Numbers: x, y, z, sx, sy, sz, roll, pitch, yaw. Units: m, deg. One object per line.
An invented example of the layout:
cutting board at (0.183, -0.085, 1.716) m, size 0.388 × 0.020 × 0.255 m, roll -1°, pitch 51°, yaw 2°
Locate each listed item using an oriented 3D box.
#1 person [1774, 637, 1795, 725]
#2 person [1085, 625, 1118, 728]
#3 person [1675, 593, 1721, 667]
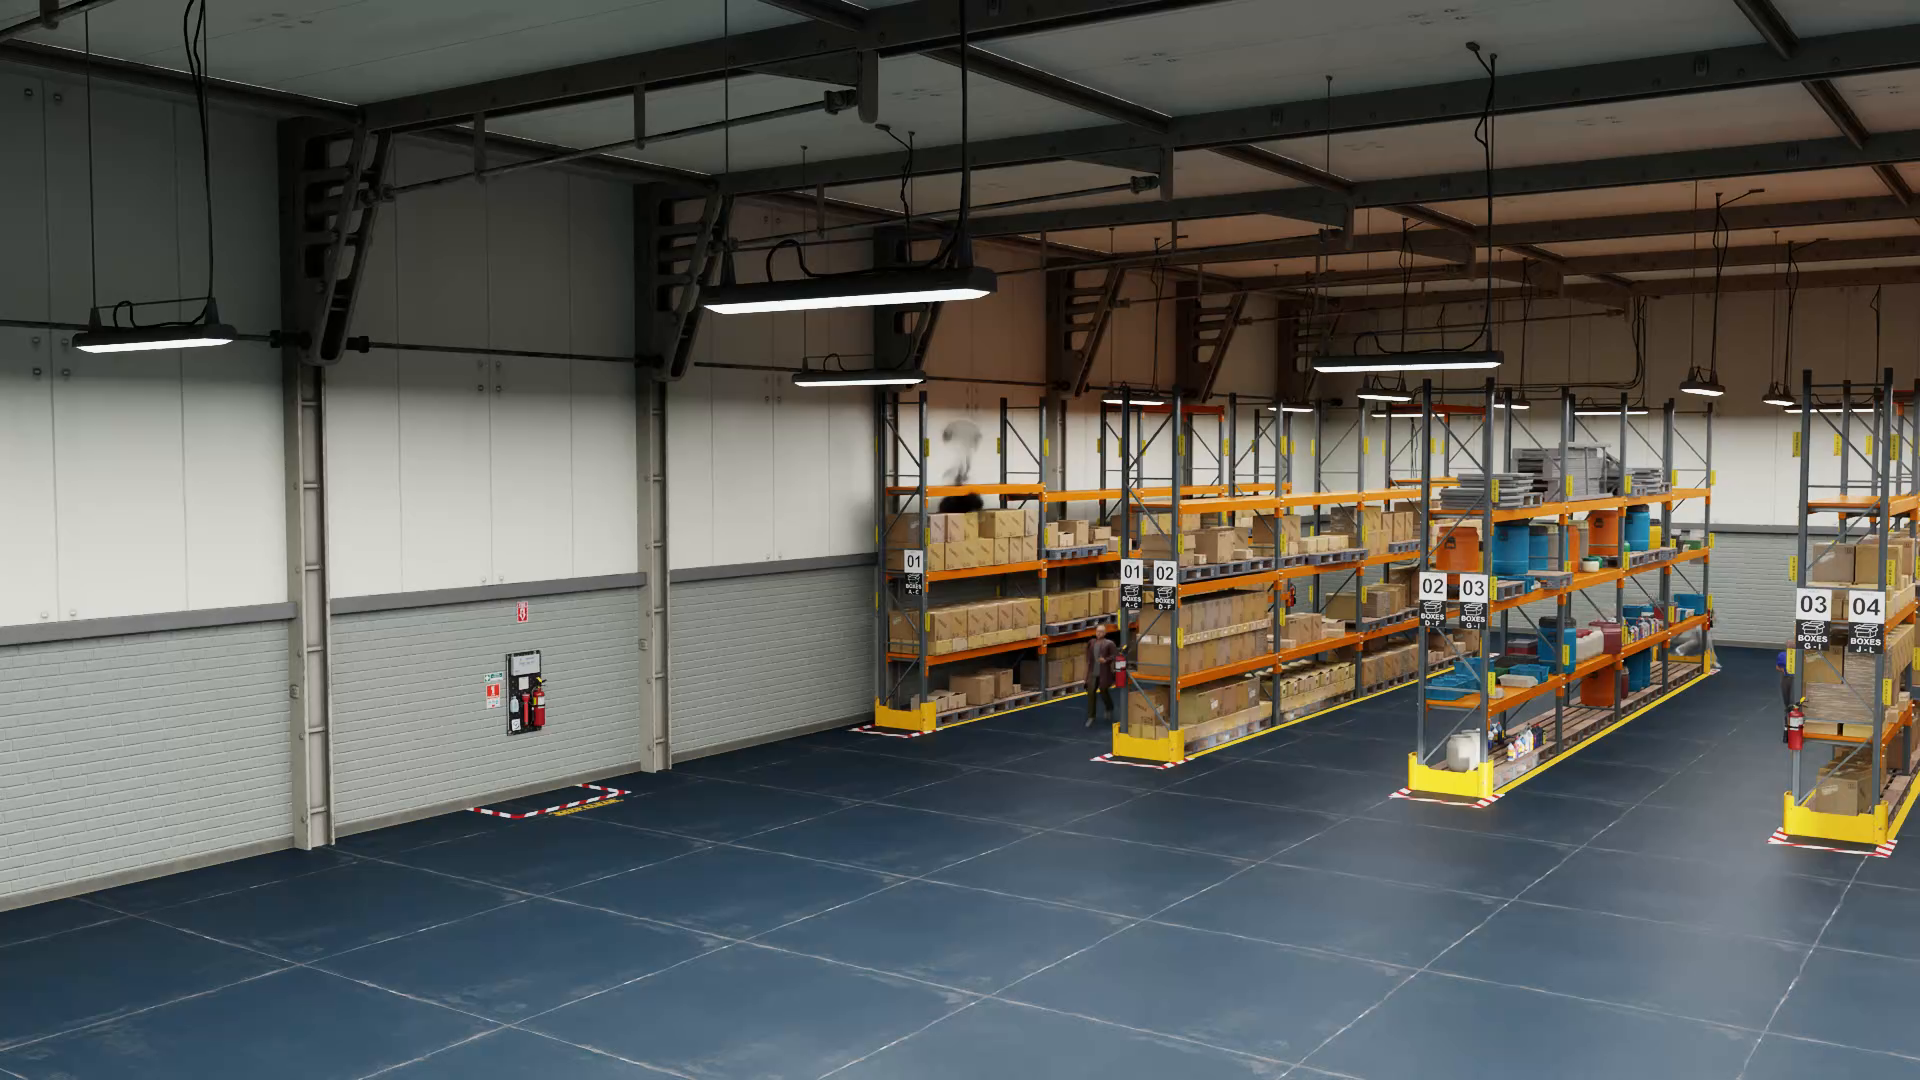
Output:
person at (14.724, 2.567, 29.400) m, size 0.582 × 1.694 × 0.765 m, roll 3°, pitch 4°, yaw 41°
person at (2.532, 2.436, 29.979) m, size 0.704 × 1.802 × 1.047 m, roll 2°, pitch 4°, yaw 26°
person at (17.051, 2.056, 38.363) m, size 1.061 × 1.710 × 0.522 m, roll 3°, pitch 4°, yaw 40°
